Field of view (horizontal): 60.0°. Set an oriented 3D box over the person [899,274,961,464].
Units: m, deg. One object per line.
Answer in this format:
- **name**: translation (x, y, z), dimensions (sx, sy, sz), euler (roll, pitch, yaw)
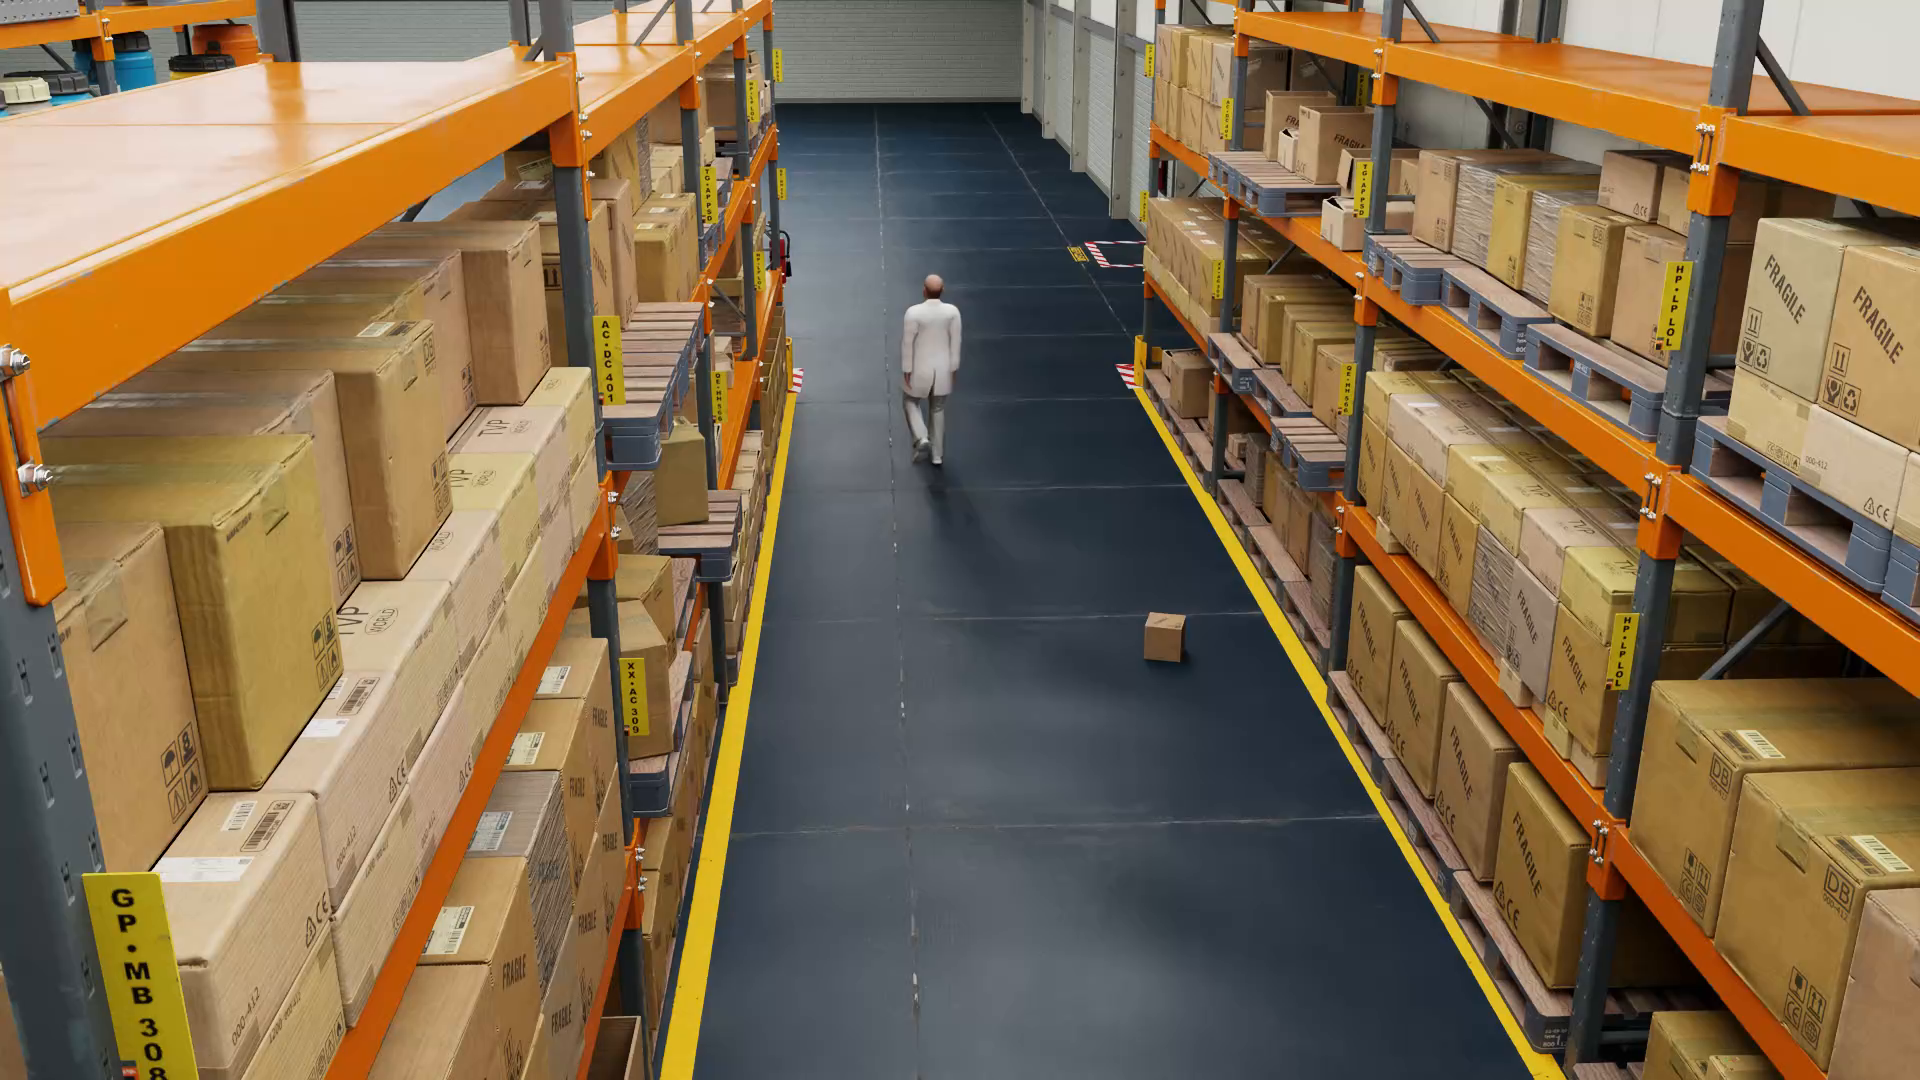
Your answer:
- **person**: translation (-0.273, -1.565, 15.310), dimensions (0.569, 1.777, 0.541), euler (-5, 21, -12)
